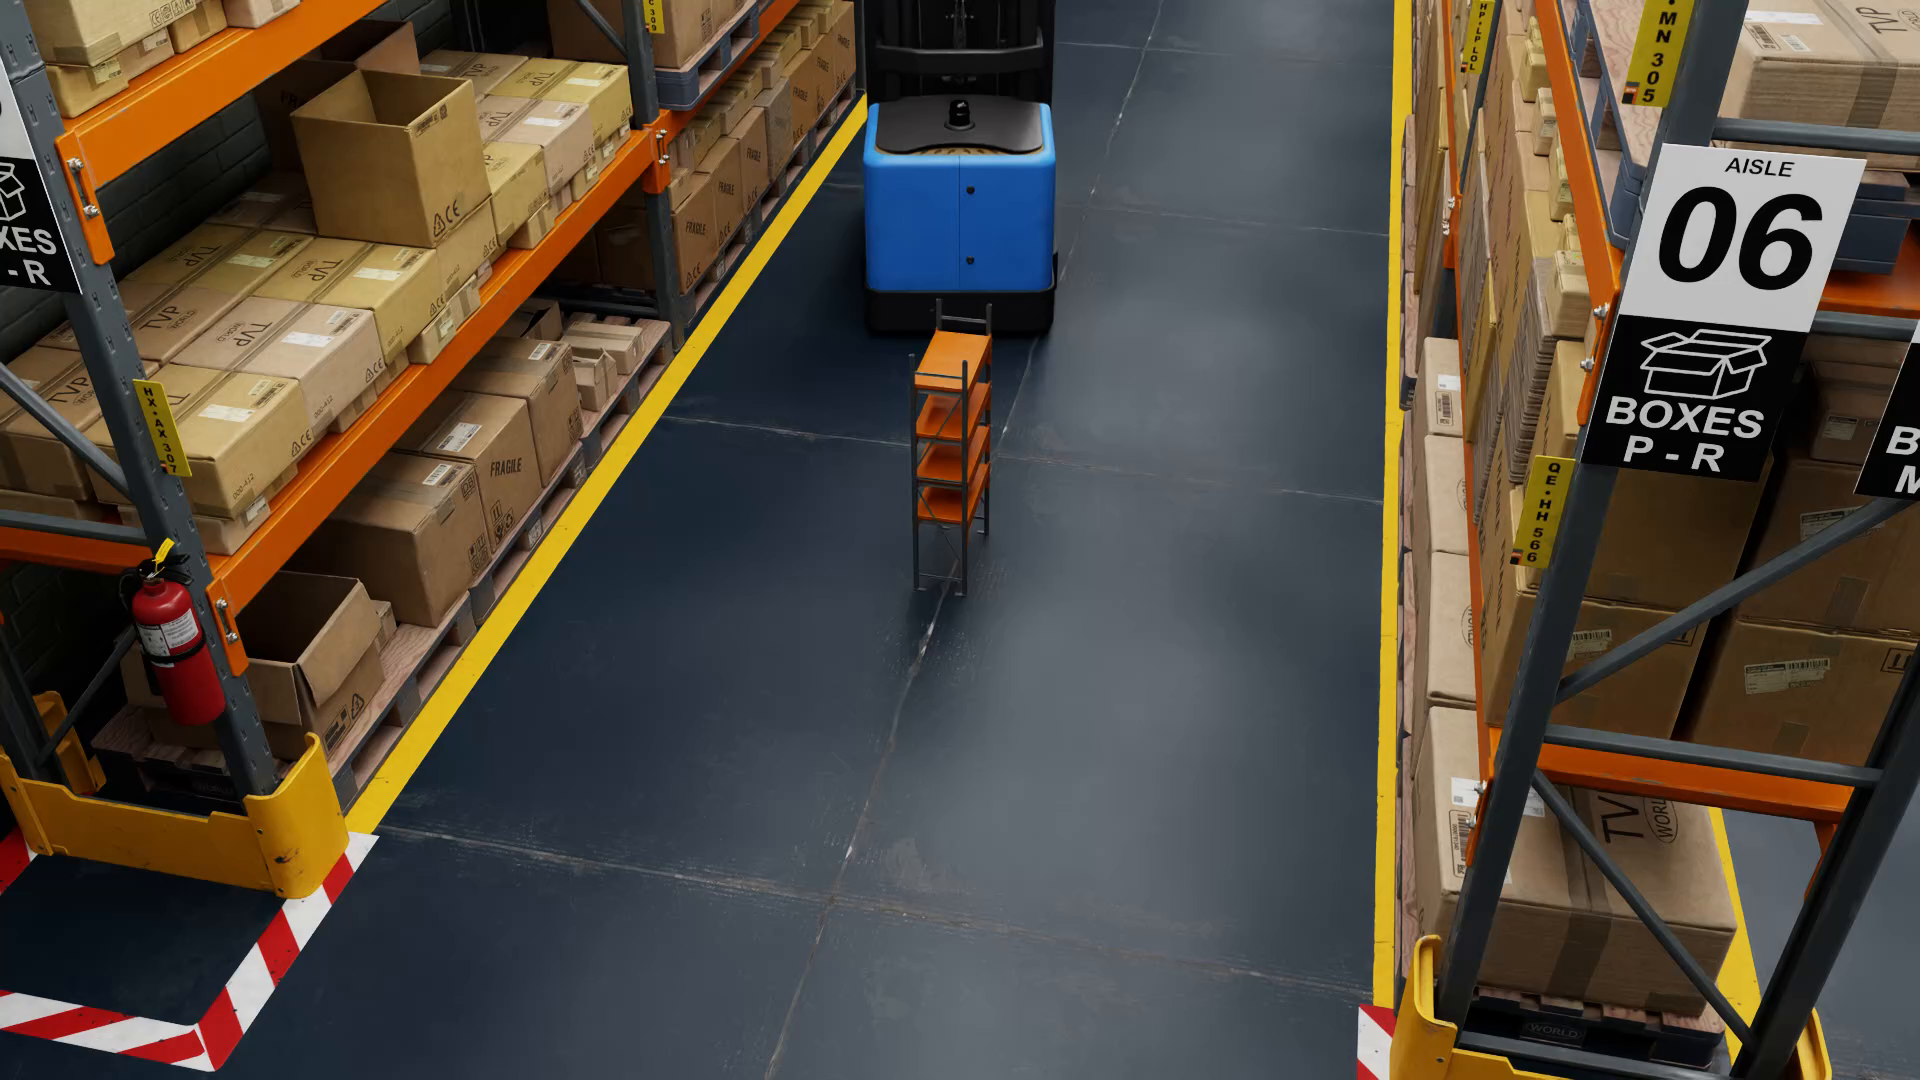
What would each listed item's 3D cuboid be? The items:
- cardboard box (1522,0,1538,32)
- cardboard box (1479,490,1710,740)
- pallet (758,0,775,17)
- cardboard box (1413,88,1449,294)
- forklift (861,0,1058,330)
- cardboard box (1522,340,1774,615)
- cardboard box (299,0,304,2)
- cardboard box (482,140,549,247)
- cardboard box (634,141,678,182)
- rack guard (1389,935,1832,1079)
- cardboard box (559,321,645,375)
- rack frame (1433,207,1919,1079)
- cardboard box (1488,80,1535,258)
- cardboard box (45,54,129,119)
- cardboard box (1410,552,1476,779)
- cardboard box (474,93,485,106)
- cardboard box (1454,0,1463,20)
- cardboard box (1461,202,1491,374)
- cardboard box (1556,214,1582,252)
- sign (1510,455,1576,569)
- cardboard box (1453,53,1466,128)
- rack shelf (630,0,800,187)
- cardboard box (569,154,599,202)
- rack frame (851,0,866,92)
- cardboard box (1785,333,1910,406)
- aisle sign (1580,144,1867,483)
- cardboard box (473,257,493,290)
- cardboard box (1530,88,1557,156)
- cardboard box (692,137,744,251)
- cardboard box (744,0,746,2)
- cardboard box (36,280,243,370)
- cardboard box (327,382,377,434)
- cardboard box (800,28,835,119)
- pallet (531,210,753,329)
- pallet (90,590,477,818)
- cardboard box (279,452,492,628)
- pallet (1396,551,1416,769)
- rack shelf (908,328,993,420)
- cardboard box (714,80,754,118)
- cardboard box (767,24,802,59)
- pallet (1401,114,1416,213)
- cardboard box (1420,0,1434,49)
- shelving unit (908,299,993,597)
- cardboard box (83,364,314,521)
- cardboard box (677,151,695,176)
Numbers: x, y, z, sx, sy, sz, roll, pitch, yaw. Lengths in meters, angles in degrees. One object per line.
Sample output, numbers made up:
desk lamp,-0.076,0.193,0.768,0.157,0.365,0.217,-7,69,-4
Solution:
cardboard box,2.458,-2.129,6.641,0.380,0.149,0.250,8,37,11
cardboard box,1.808,0.225,4.799,0.500,0.500,0.500,8,37,10
pallet,-1.588,-3.438,10.102,1.003,0.211,1.213,7,37,10
cardboard box,3.058,-1.912,9.285,0.875,0.875,0.875,8,37,11
forklift,-0.004,-3.180,9.641,1.130,2.935,3.031,0,36,0
cardboard box,1.834,-0.177,4.501,0.500,0.500,0.500,8,37,12
cardboard box,-2.287,-1.891,5.461,0.380,0.149,0.250,7,37,10
cardboard box,-2.114,-1.502,7.141,0.500,0.250,0.500,7,37,10
cardboard box,-1.755,-2.059,9.001,0.380,0.149,0.250,7,36,9
rack guard,1.959,1.601,5.115,1.175,0.500,0.348,7,37,10
cardboard box,-1.864,-0.998,8.642,0.380,0.149,0.250,6,36,9
rack frame,1.964,0.575,4.401,1.000,3.000,0.127,7,37,10
cardboard box,2.245,-1.340,6.106,0.500,0.500,0.500,8,37,11
cardboard box,-2.591,-1.312,4.662,0.380,0.149,0.250,8,37,11
cardboard box,2.194,0.526,6.294,0.875,0.438,0.875,8,37,11
cardboard box,-2.502,-1.860,7.634,0.500,0.250,0.500,7,37,10
cardboard box,2.972,-3.024,9.068,0.500,0.250,0.500,8,37,11
cardboard box,2.238,-0.950,6.420,0.500,0.500,0.500,8,37,10
cardboard box,1.942,-0.810,4.822,0.380,0.149,0.250,8,37,11
sign,1.437,-0.066,4.096,0.100,0.325,0.005,7,37,10
cardboard box,2.777,-2.238,8.410,0.500,0.250,0.500,7,36,9
rack shelf,-1.605,-3.194,10.214,1.077,0.370,4.000,7,37,10
cardboard box,-1.920,-1.718,7.779,0.380,0.149,0.250,8,37,11
rack frame,-1.178,-4.632,11.584,1.000,3.000,0.127,7,37,10
cardboard box,2.296,-0.461,4.340,0.380,0.149,0.250,8,37,11
aisle sign,1.645,-0.475,3.635,0.394,0.787,0.004,7,37,10
cardboard box,-2.200,-1.140,6.981,0.380,0.149,0.250,7,37,10
cardboard box,2.153,-1.407,5.645,0.380,0.149,0.250,7,37,10
cardboard box,-1.605,-2.052,9.797,0.500,0.500,0.500,7,36,9
cardboard box,-1.360,-3.202,9.369,0.396,0.266,0.258,9,37,12
cardboard box,-2.936,-0.697,6.030,0.500,0.250,0.500,7,37,10
cardboard box,-2.403,-0.541,6.155,0.380,0.149,0.250,8,37,11
cardboard box,-1.175,-3.235,11.429,0.500,0.500,0.500,7,36,9
pallet,-1.895,-1.680,9.889,1.003,0.211,1.213,7,37,10
pallet,-2.701,0.583,6.766,1.003,0.211,1.213,7,37,10
cardboard box,-2.442,-0.027,7.004,0.700,0.500,0.500,9,37,12
pallet,2.321,0.538,6.827,1.003,0.211,1.213,7,37,10
rack shelf,-0.035,-0.709,7.036,0.258,0.148,0.480,7,37,10
cardboard box,-1.478,-2.688,10.122,0.380,0.149,0.250,9,37,12
cardboard box,-1.264,-3.286,10.947,0.380,0.149,0.250,8,37,11
pallet,3.430,-2.440,10.937,1.003,0.211,1.213,7,37,10
cardboard box,3.953,-3.864,12.407,0.950,0.372,0.625,7,36,9
shelving unit,-0.035,-0.391,7.267,0.258,1.200,0.503,7,37,10
cardboard box,-2.526,-0.331,5.525,0.500,0.250,0.500,8,37,10
cardboard box,-1.712,-2.100,9.311,0.380,0.149,0.250,6,36,9
